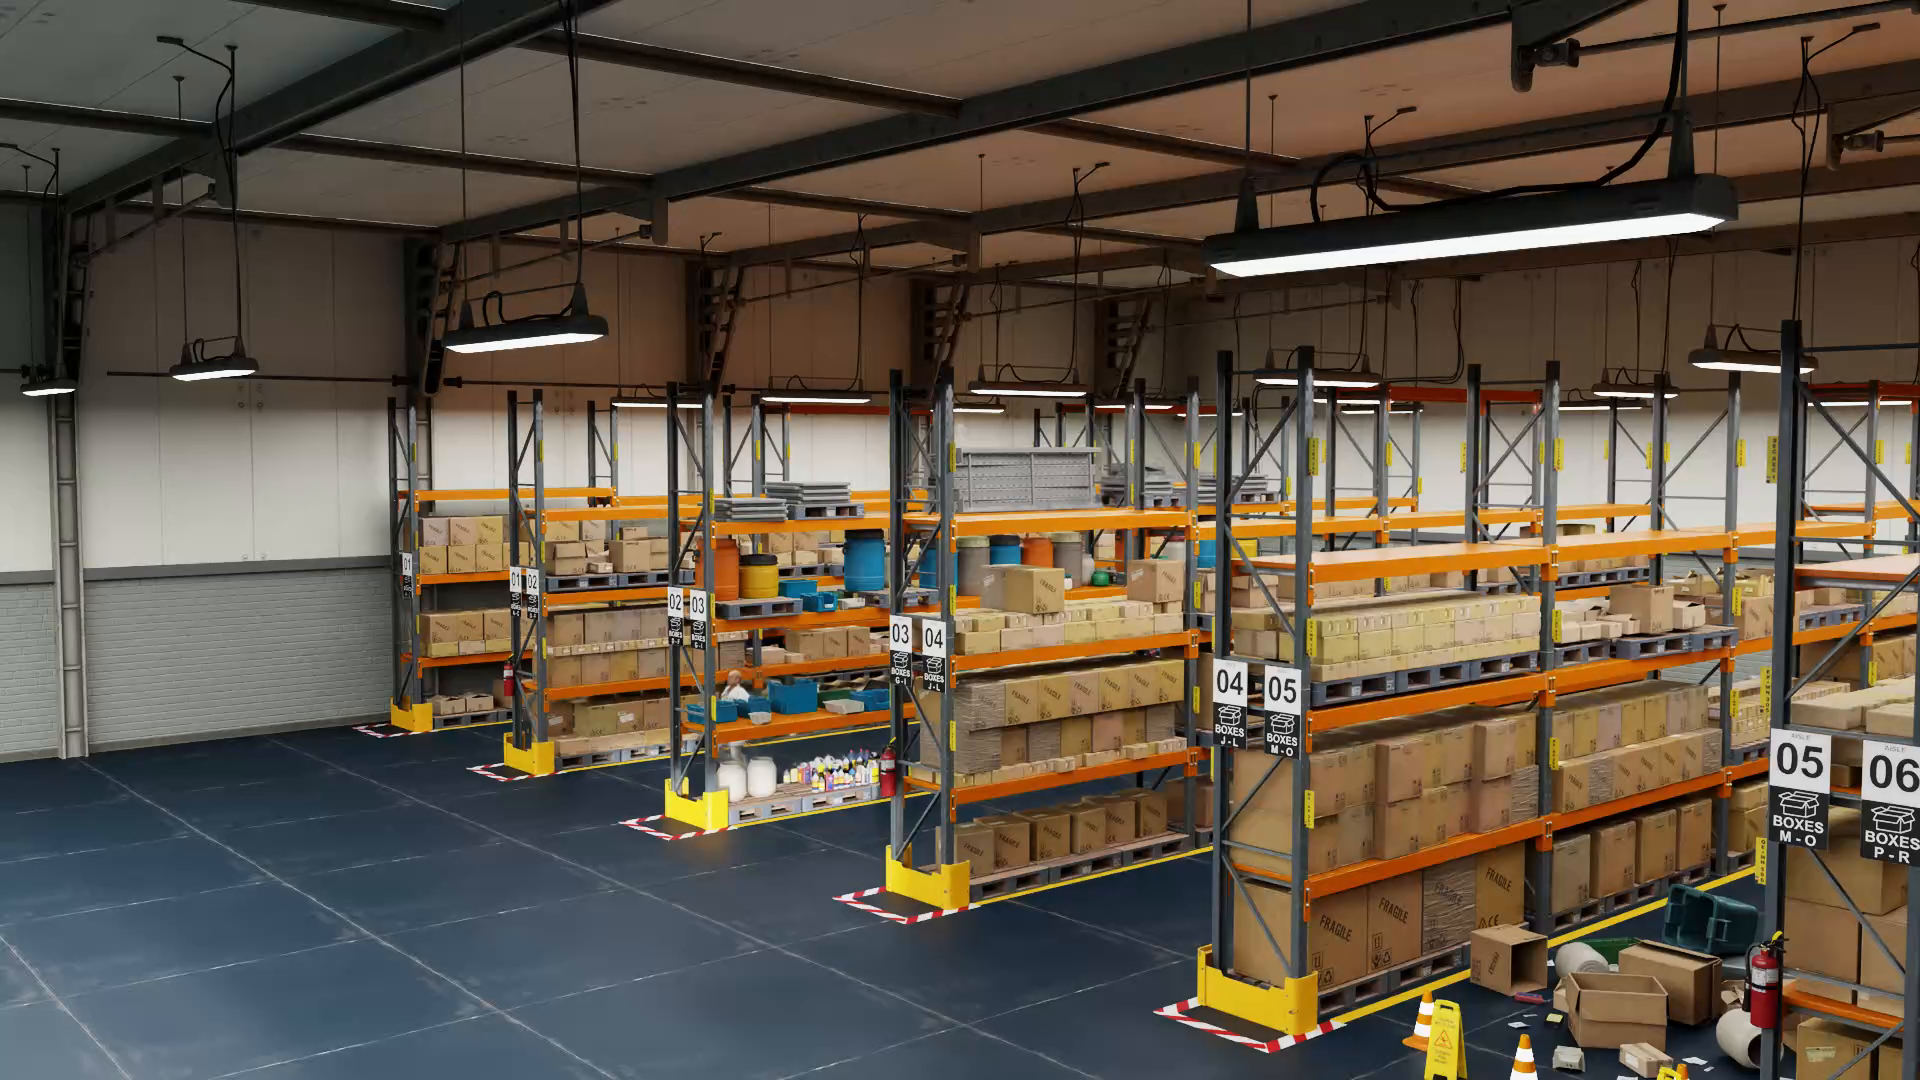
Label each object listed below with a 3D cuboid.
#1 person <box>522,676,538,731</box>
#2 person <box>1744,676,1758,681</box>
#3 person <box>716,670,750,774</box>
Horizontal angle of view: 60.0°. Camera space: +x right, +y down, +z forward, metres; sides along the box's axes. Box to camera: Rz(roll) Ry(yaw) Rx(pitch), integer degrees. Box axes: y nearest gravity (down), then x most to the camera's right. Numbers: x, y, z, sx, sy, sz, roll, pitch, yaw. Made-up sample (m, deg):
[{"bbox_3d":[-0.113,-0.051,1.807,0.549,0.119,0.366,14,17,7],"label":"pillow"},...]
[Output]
[{"bbox_3d":[-7.136,2.697,28.201,0.540,1.632,0.652,3,5,43],"label":"person"},{"bbox_3d":[12.082,2.884,25.232,0.818,1.668,0.615,-2,4,-37],"label":"person"},{"bbox_3d":[-3.445,2.823,24.937,0.685,1.747,0.712,3,4,42],"label":"person"}]
